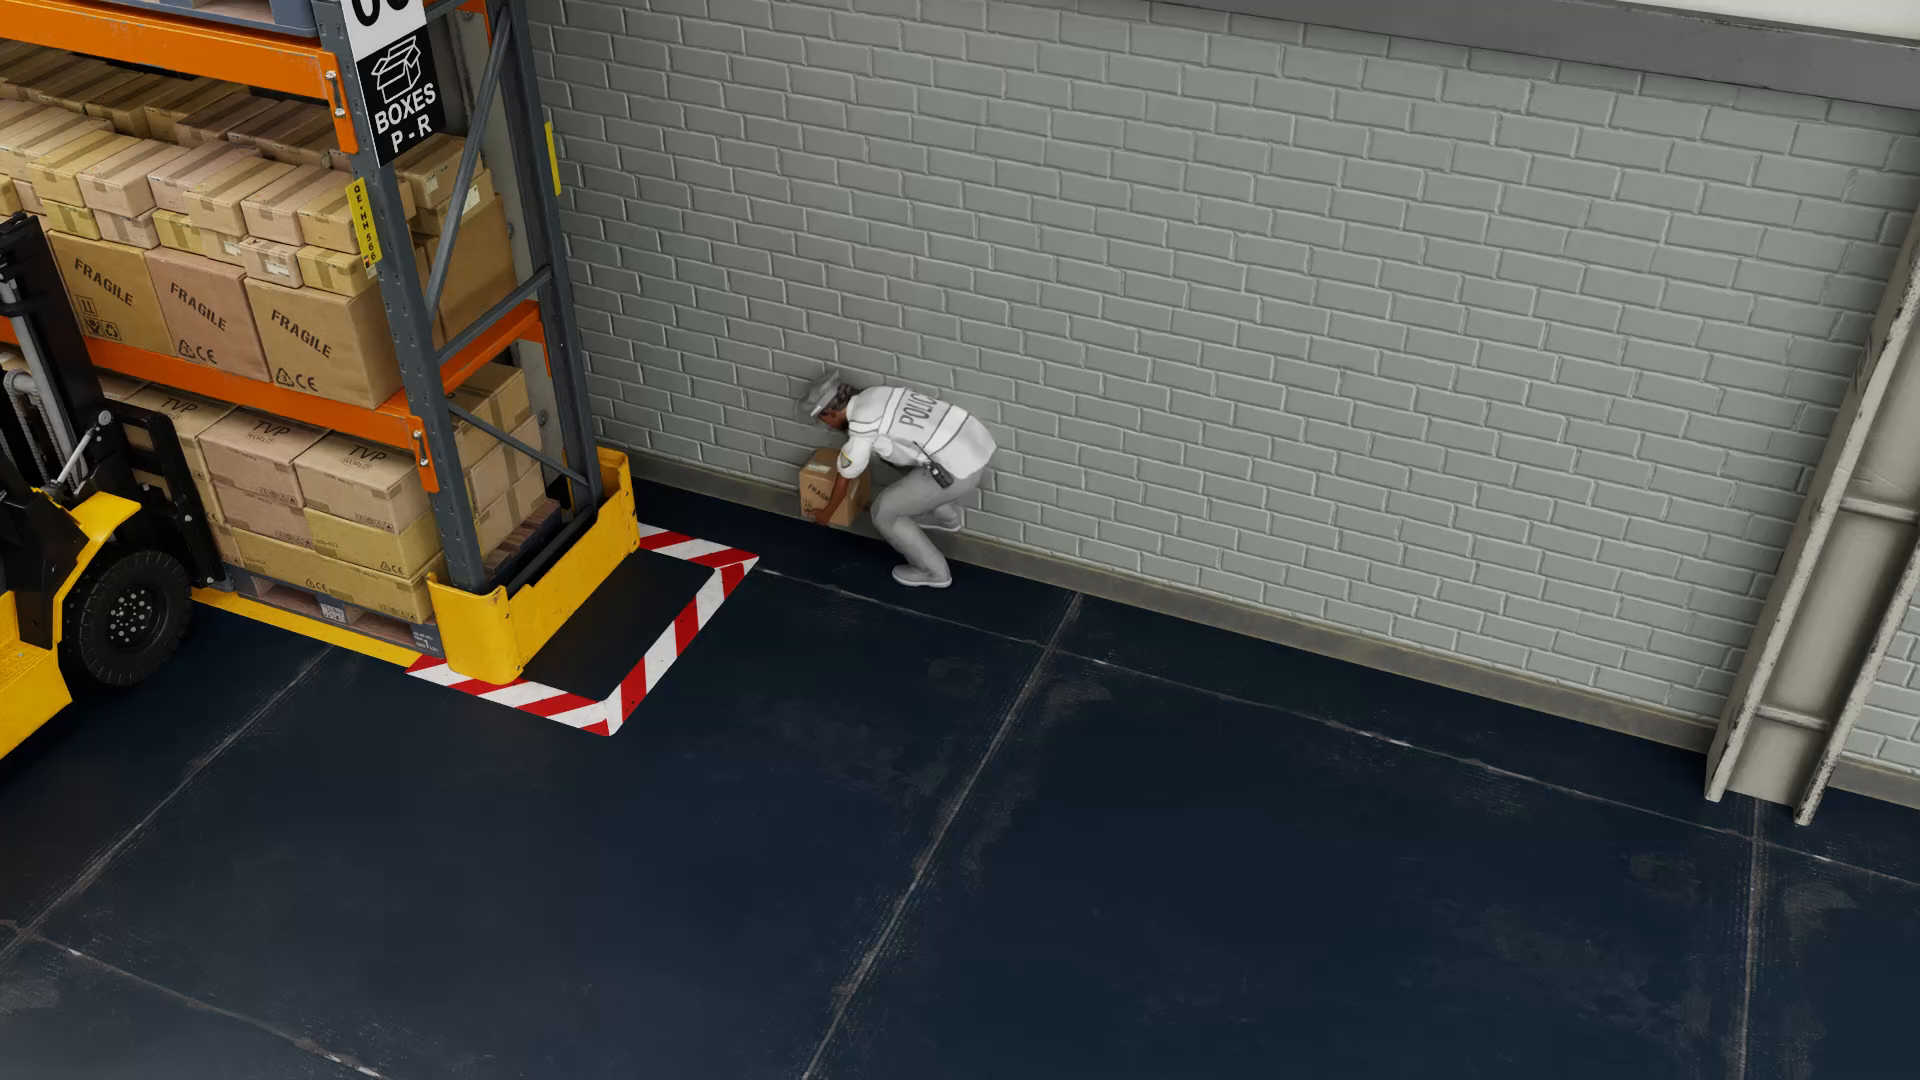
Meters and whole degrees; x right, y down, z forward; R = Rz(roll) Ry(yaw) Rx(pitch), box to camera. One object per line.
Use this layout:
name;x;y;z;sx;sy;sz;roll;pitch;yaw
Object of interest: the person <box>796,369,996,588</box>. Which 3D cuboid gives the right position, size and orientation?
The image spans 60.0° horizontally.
person;-0.296;-0.303;7.763;0.928;0.990;0.479;12;39;15
